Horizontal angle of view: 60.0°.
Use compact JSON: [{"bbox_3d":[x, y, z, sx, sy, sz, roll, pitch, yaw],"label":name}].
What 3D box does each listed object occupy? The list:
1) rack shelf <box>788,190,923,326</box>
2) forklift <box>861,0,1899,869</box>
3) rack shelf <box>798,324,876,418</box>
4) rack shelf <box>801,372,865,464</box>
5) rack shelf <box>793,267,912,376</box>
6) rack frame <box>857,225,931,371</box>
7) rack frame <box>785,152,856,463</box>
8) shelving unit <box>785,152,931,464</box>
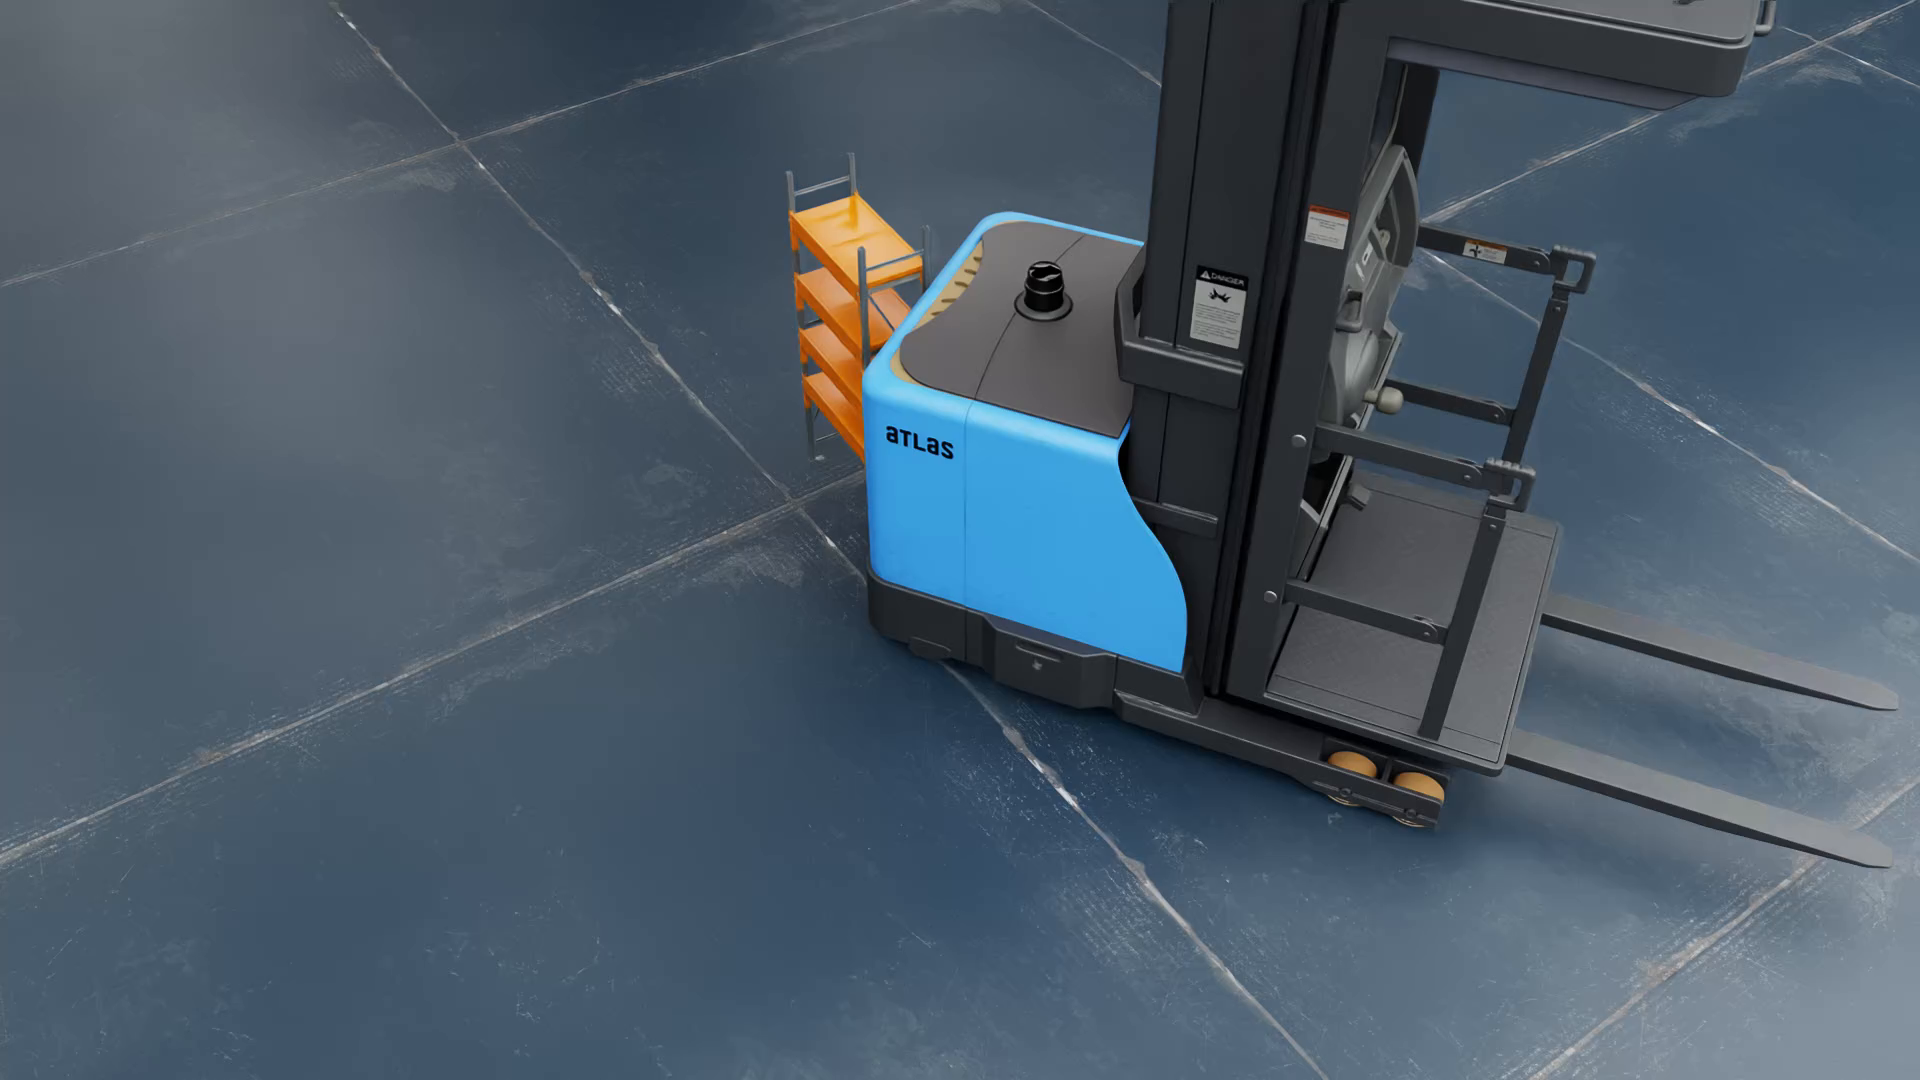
[{"bbox_3d":[-0.320,-0.897,5.252,0.258,0.148,0.480,-22,48,-21],"label":"rack shelf"},{"bbox_3d":[1.268,-0.641,4.299,3.031,2.935,1.130,17,46,17],"label":"forklift"},{"bbox_3d":[-0.320,-0.564,5.570,0.258,0.148,0.480,-22,48,-21],"label":"rack shelf"},{"bbox_3d":[-0.320,-0.421,5.707,0.258,0.148,0.480,-22,48,-21],"label":"rack shelf"},{"bbox_3d":[-0.320,-0.726,5.415,0.258,0.148,0.480,-22,48,-21],"label":"rack shelf"},{"bbox_3d":[-0.197,-0.467,5.371,0.240,1.200,0.015,-22,48,-21],"label":"rack frame"},{"bbox_3d":[-0.443,-0.759,5.676,0.240,1.200,0.015,-22,48,-21],"label":"rack frame"},{"bbox_3d":[-0.320,-0.613,5.523,0.258,1.200,0.503,-22,48,-21],"label":"shelving unit"}]
